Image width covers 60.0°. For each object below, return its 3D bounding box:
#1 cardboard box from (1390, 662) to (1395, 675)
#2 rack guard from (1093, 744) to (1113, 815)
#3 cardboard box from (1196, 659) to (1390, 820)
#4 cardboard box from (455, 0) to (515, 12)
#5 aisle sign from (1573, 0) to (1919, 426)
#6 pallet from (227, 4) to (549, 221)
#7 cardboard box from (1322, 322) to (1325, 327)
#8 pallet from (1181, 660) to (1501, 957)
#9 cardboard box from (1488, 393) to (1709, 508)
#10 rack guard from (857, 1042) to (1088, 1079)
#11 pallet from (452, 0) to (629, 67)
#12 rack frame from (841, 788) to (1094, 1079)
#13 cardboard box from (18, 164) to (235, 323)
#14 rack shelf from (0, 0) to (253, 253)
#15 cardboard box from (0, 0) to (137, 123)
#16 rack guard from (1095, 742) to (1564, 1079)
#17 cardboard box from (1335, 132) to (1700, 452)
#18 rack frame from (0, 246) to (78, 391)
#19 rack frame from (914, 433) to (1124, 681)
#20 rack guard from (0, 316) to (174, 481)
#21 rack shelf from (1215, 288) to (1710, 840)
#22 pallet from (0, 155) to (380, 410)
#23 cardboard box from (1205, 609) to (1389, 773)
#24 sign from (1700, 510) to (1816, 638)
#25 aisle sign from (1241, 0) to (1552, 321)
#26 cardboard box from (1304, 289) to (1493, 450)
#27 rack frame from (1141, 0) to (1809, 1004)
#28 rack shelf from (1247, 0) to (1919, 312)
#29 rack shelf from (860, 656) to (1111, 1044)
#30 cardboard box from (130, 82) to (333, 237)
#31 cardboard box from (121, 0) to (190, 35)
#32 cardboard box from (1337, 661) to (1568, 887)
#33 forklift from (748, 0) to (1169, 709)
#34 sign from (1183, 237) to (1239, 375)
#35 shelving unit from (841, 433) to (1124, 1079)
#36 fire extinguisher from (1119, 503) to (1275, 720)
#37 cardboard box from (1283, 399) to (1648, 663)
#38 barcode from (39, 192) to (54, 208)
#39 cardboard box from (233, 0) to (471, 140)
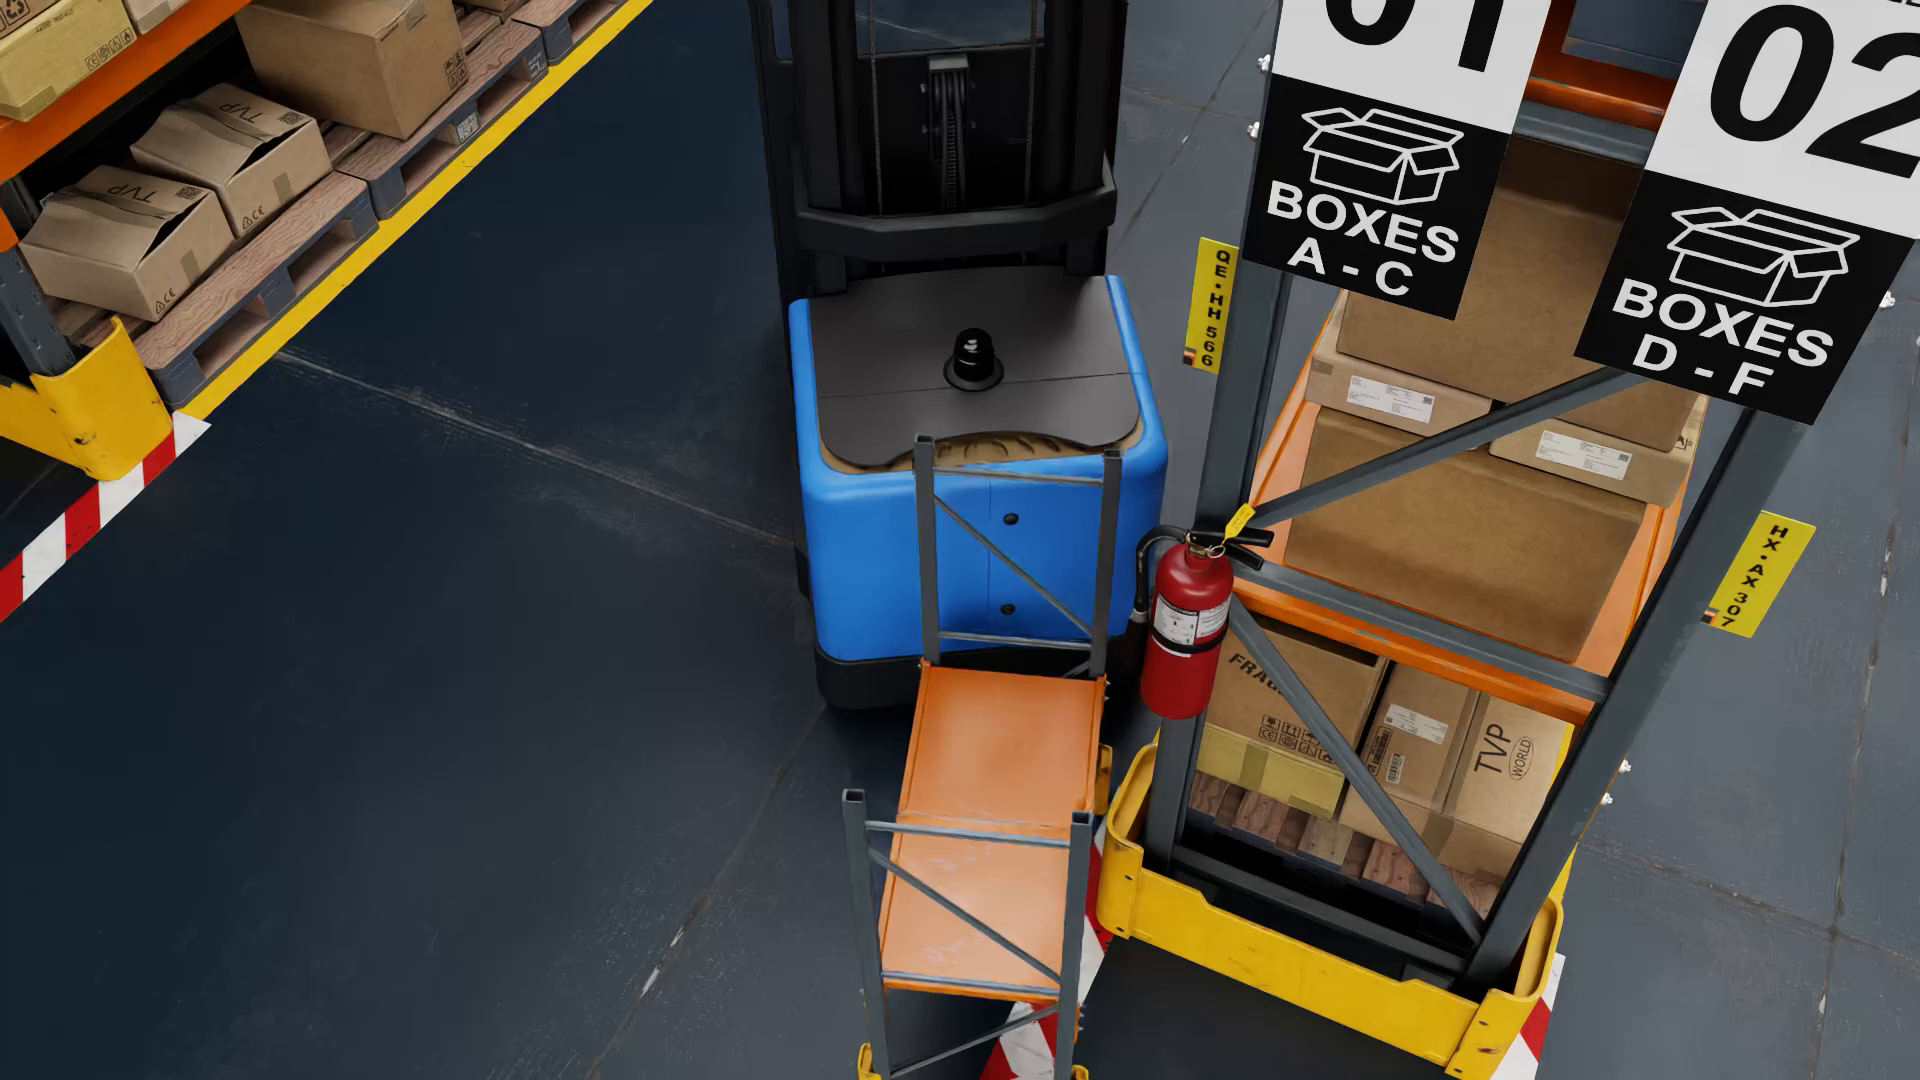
[{"bbox_3d":[1.624,0.301,5.054,0.500,0.250,0.500,20,52,16],"label":"cardboard box"},{"bbox_3d":[0.156,0.695,4.987,0.587,0.250,0.087,5,48,5],"label":"rack guard"},{"bbox_3d":[0.946,0.478,4.903,0.500,0.250,0.500,20,52,16],"label":"cardboard box"},{"bbox_3d":[-2.195,-2.780,7.498,0.500,0.500,0.500,16,52,13],"label":"cardboard box"},{"bbox_3d":[1.232,-0.509,2.506,0.394,0.787,0.004,20,52,16],"label":"aisle sign"},{"bbox_3d":[-2.563,-1.954,7.274,1.003,0.211,1.213,20,52,16],"label":"pallet"},{"bbox_3d":[1.358,-0.459,5.208,0.500,0.500,0.500,20,52,16],"label":"cardboard box"},{"bbox_3d":[1.272,0.552,5.141,1.003,0.211,1.213,20,52,16],"label":"pallet"},{"bbox_3d":[1.346,-0.254,3.505,0.380,0.149,0.250,19,52,16],"label":"cardboard box"},{"bbox_3d":[0.034,1.432,4.329,0.587,0.250,0.087,5,48,5],"label":"rack guard"},{"bbox_3d":[-2.043,-2.797,7.992,1.003,0.211,1.213,20,52,16],"label":"pallet"},{"bbox_3d":[0.023,1.029,3.851,0.500,1.500,0.032,5,48,5],"label":"rack frame"},{"bbox_3d":[-3.120,-1.139,6.226,0.500,0.311,0.500,14,51,12],"label":"cardboard box"},{"bbox_3d":[-2.642,-2.565,6.435,1.077,0.370,4.000,20,52,16],"label":"rack shelf"},{"bbox_3d":[-3.001,-1.611,5.237,0.500,0.250,0.500,18,52,15],"label":"cardboard box"},{"bbox_3d":[0.973,1.015,4.558,1.175,0.500,0.348,20,52,16],"label":"rack guard"},{"bbox_3d":[1.217,-0.618,3.389,0.700,0.500,0.500,20,52,16],"label":"cardboard box"},{"bbox_3d":[-3.497,-1.420,4.989,1.000,3.000,0.127,20,52,16],"label":"rack frame"},{"bbox_3d":[0.148,0.276,4.523,0.500,1.500,0.032,5,48,5],"label":"rack frame"},{"bbox_3d":[-3.464,-0.663,5.986,1.175,0.500,0.348,20,52,16],"label":"rack guard"},{"bbox_3d":[1.838,-0.955,5.066,1.077,0.370,4.000,20,52,16],"label":"rack shelf"},{"bbox_3d":[-3.085,-1.117,6.562,1.003,0.211,1.213,20,52,16],"label":"pallet"},{"bbox_3d":[0.944,0.235,4.618,0.500,0.500,0.500,20,52,16],"label":"cardboard box"},{"bbox_3d":[1.483,0.067,3.103,0.100,0.325,0.005,20,52,16],"label":"sign"},{"bbox_3d":[0.690,-0.704,2.673,0.394,0.787,0.004,20,52,16],"label":"aisle sign"},{"bbox_3d":[0.975,-0.379,3.611,0.380,0.149,0.250,19,52,15],"label":"cardboard box"},{"bbox_3d":[0.984,0.189,3.620,1.000,3.000,0.127,20,52,16],"label":"rack frame"},{"bbox_3d":[1.838,-1.927,3.923,1.077,0.370,4.000,20,52,16],"label":"rack shelf"},{"bbox_3d":[0.088,0.773,4.321,0.538,0.185,1.000,5,48,5],"label":"rack shelf"},{"bbox_3d":[-2.876,-1.531,6.560,0.500,0.311,0.500,24,54,19],"label":"cardboard box"},{"bbox_3d":[-2.792,-1.973,5.545,0.500,0.250,0.500,18,52,15],"label":"cardboard box"},{"bbox_3d":[1.414,0.647,4.760,0.500,0.250,0.500,20,52,16],"label":"cardboard box"},{"bbox_3d":[-0.089,-1.555,5.149,1.130,2.935,3.031,-5,50,-4],"label":"forklift"},{"bbox_3d":[0.499,-0.449,3.247,0.100,0.325,0.005,20,52,16],"label":"sign"},{"bbox_3d":[0.087,0.646,4.193,0.587,1.500,1.083,5,48,5],"label":"shelving unit"},{"bbox_3d":[0.513,0.144,3.709,0.296,0.674,0.183,20,52,16],"label":"fire extinguisher"},{"bbox_3d":[1.195,-0.161,3.852,0.700,0.500,0.500,20,52,16],"label":"cardboard box"},{"bbox_3d":[-3.474,-1.284,6.344,0.001,0.075,0.075,20,52,16],"label":"barcode"},{"bbox_3d":[-2.518,-2.082,6.904,0.700,0.500,0.500,17,52,14],"label":"cardboard box"}]
